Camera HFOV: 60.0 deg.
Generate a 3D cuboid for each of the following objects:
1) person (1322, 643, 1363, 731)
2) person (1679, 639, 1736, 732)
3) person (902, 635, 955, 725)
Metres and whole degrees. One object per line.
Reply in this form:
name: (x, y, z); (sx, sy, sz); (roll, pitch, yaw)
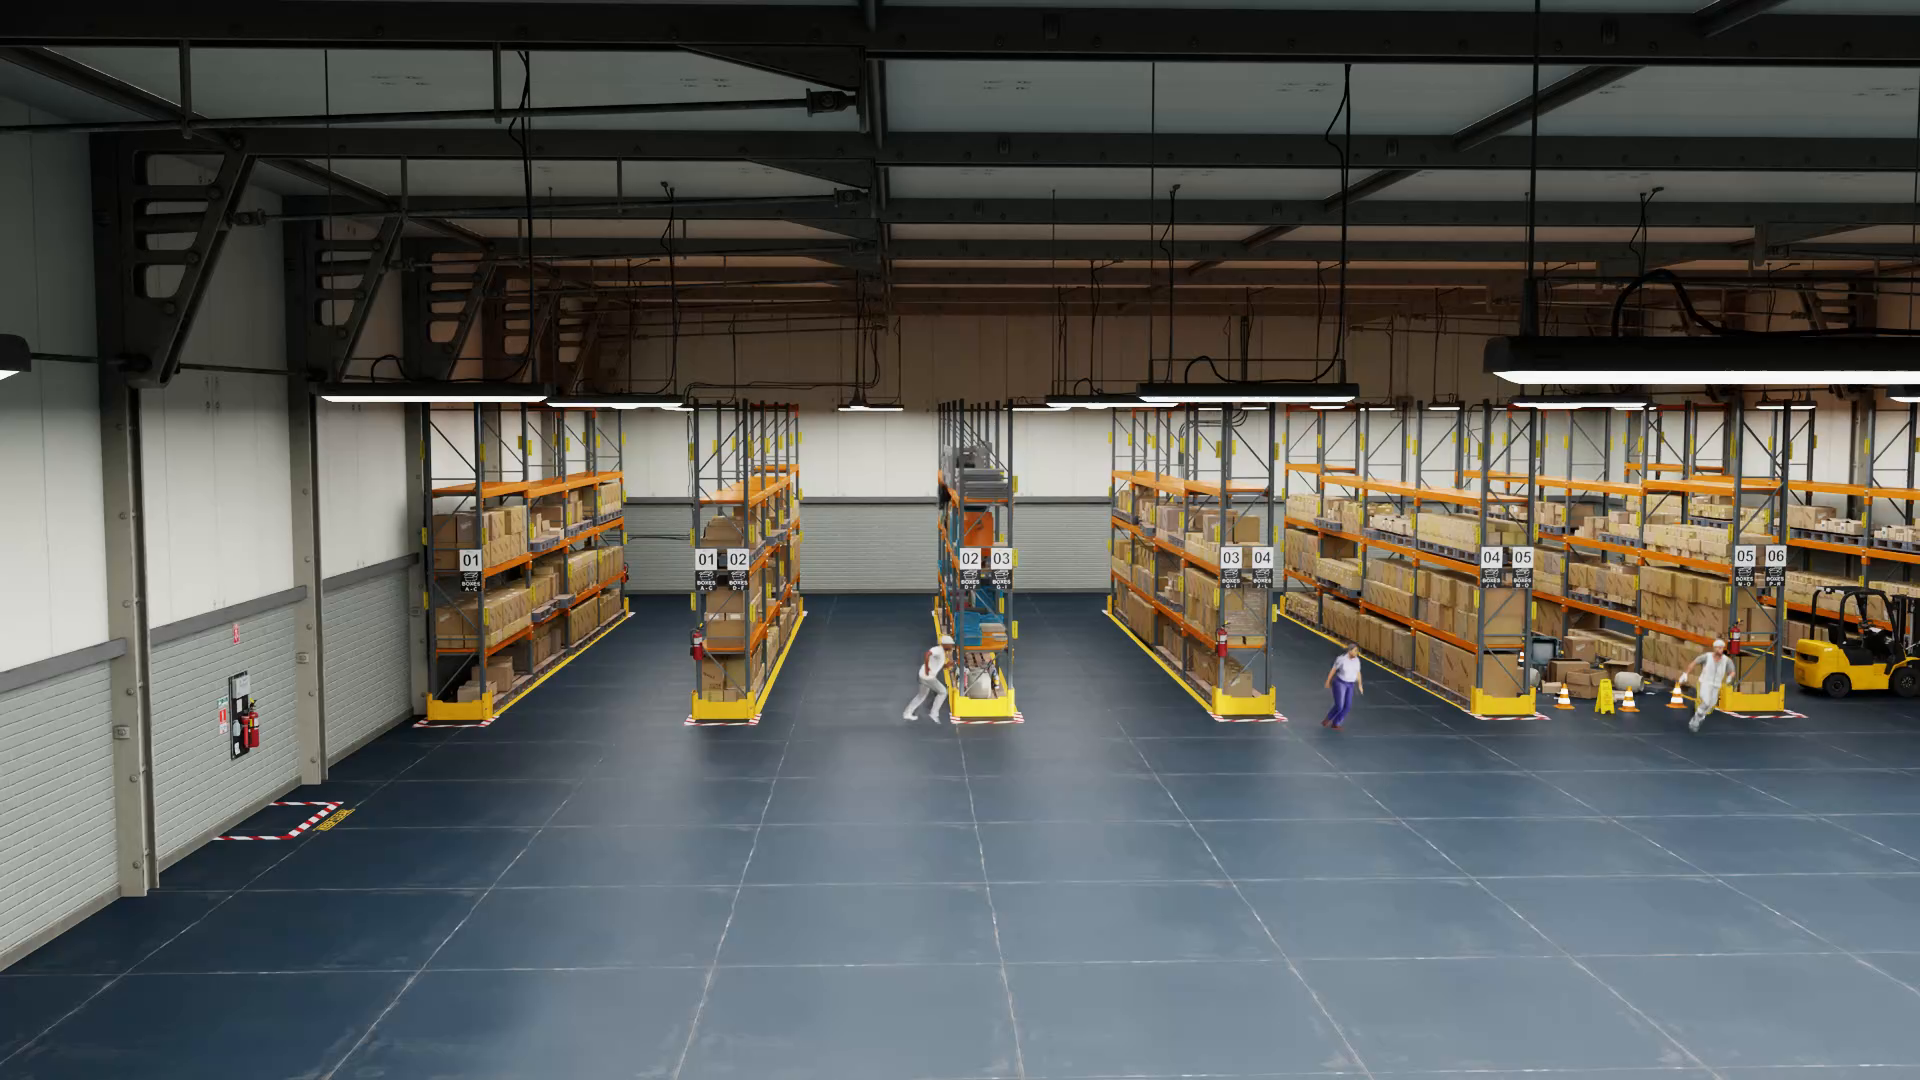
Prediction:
person: (6.910, 2.665, 30.017); (0.648, 1.610, 0.520); (-2, 5, -27)
person: (13.483, 2.623, 29.857); (0.848, 1.691, 0.712); (0, 4, -3)
person: (-0.570, 2.600, 30.651); (0.990, 1.687, 0.750); (0, 4, 0)
